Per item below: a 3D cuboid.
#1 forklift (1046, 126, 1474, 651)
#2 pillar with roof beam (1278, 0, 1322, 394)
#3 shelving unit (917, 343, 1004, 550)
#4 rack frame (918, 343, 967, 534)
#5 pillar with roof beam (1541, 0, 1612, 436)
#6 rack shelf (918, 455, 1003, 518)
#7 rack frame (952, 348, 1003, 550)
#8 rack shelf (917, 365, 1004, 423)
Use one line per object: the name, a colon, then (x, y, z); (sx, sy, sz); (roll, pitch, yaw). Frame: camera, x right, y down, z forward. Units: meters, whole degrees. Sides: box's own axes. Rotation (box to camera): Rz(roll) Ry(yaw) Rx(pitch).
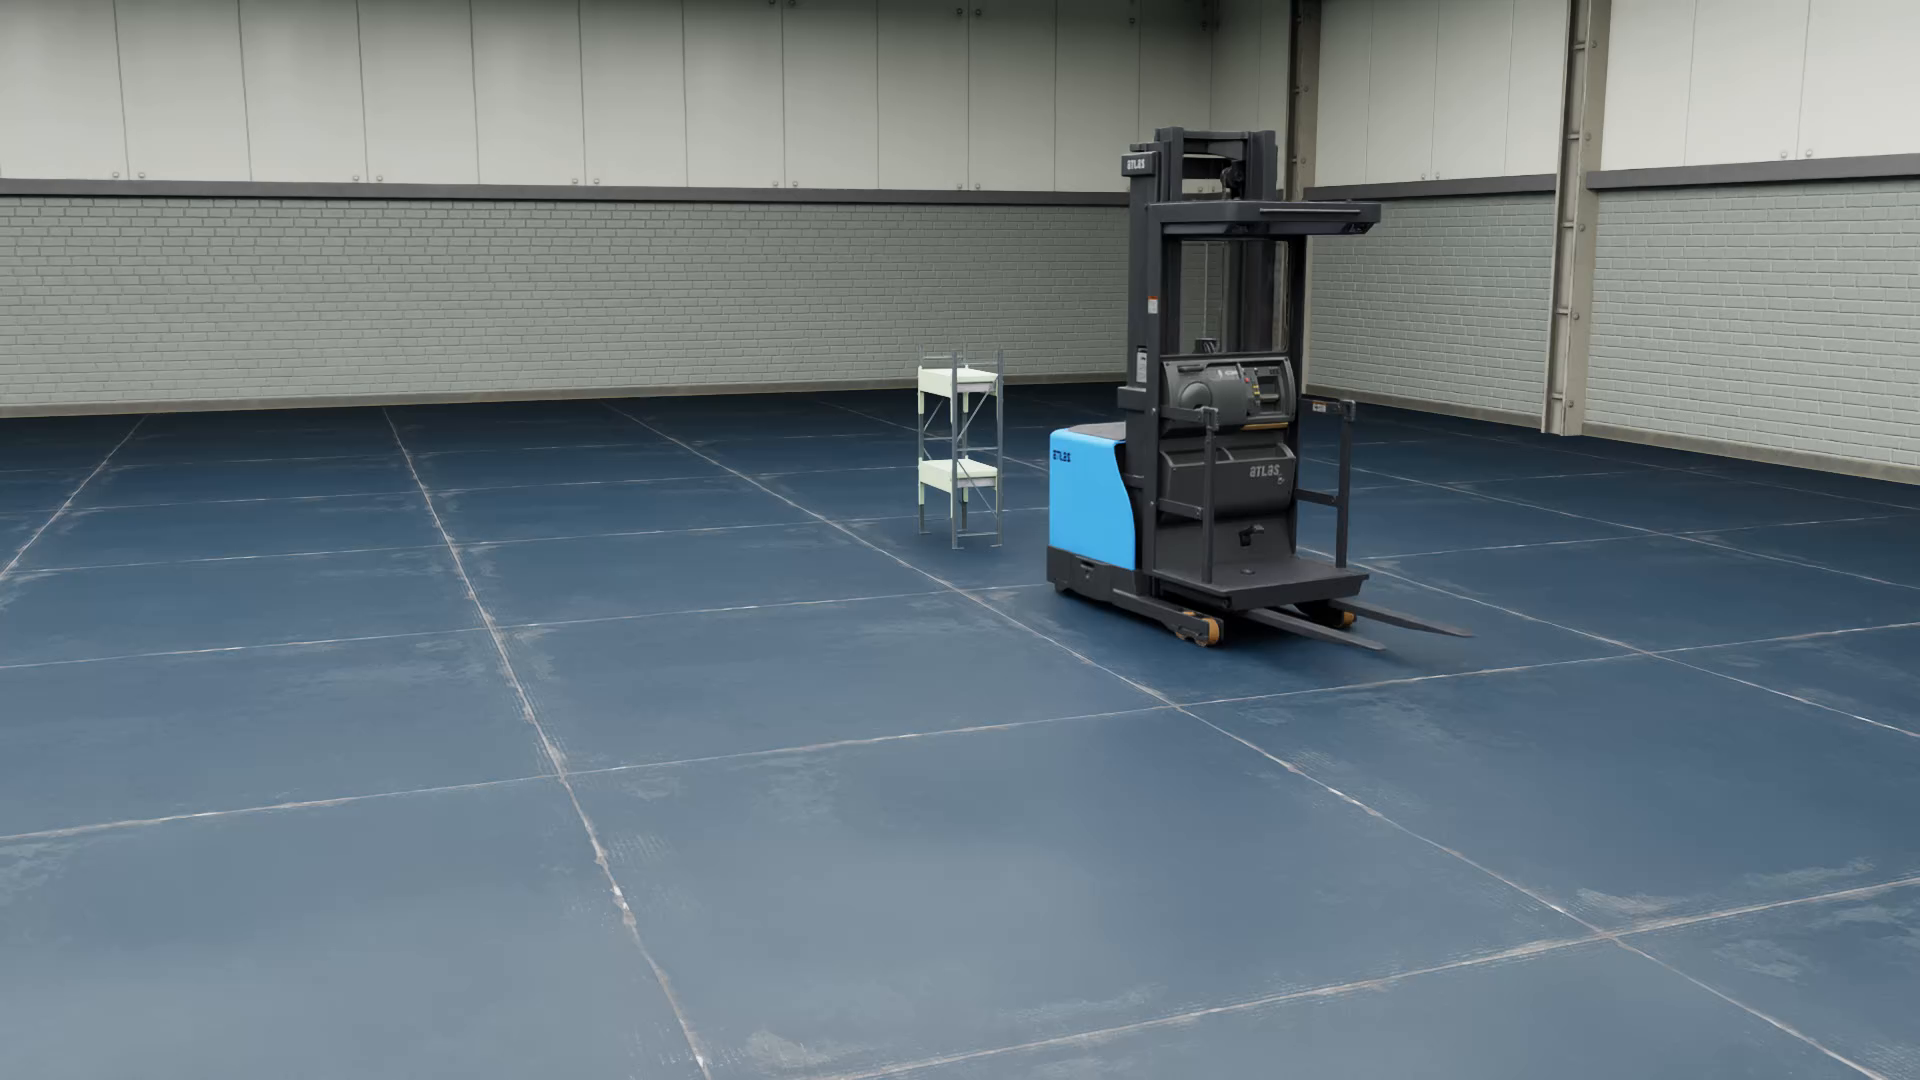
forklift: (1.716, -0.925, 9.748); (1.130, 2.935, 3.031); (-5, 11, -28)
pillar with roof beam: (1.114, -6.426, 23.348); (9.100, 9.000, 0.400); (-4, 11, -21)
shelving unit: (-0.002, -0.739, 12.795); (0.431, 1.500, 0.755); (-4, 11, -21)
rack frame: (-0.135, -0.799, 13.131); (0.400, 1.500, 0.023); (-4, 11, -21)
pillar with roof beam: (3.288, -5.446, 17.842); (9.100, 9.000, 0.400); (-4, 11, -21)
rack shelf: (-0.002, -0.419, 12.852); (0.431, 0.370, 0.720); (-4, 11, -21)
rack frame: (0.130, -0.680, 12.459); (0.400, 1.500, 0.023); (-4, 11, -21)
rack shelf: (-0.002, -1.124, 12.727); (0.431, 0.370, 0.720); (-4, 11, -21)
